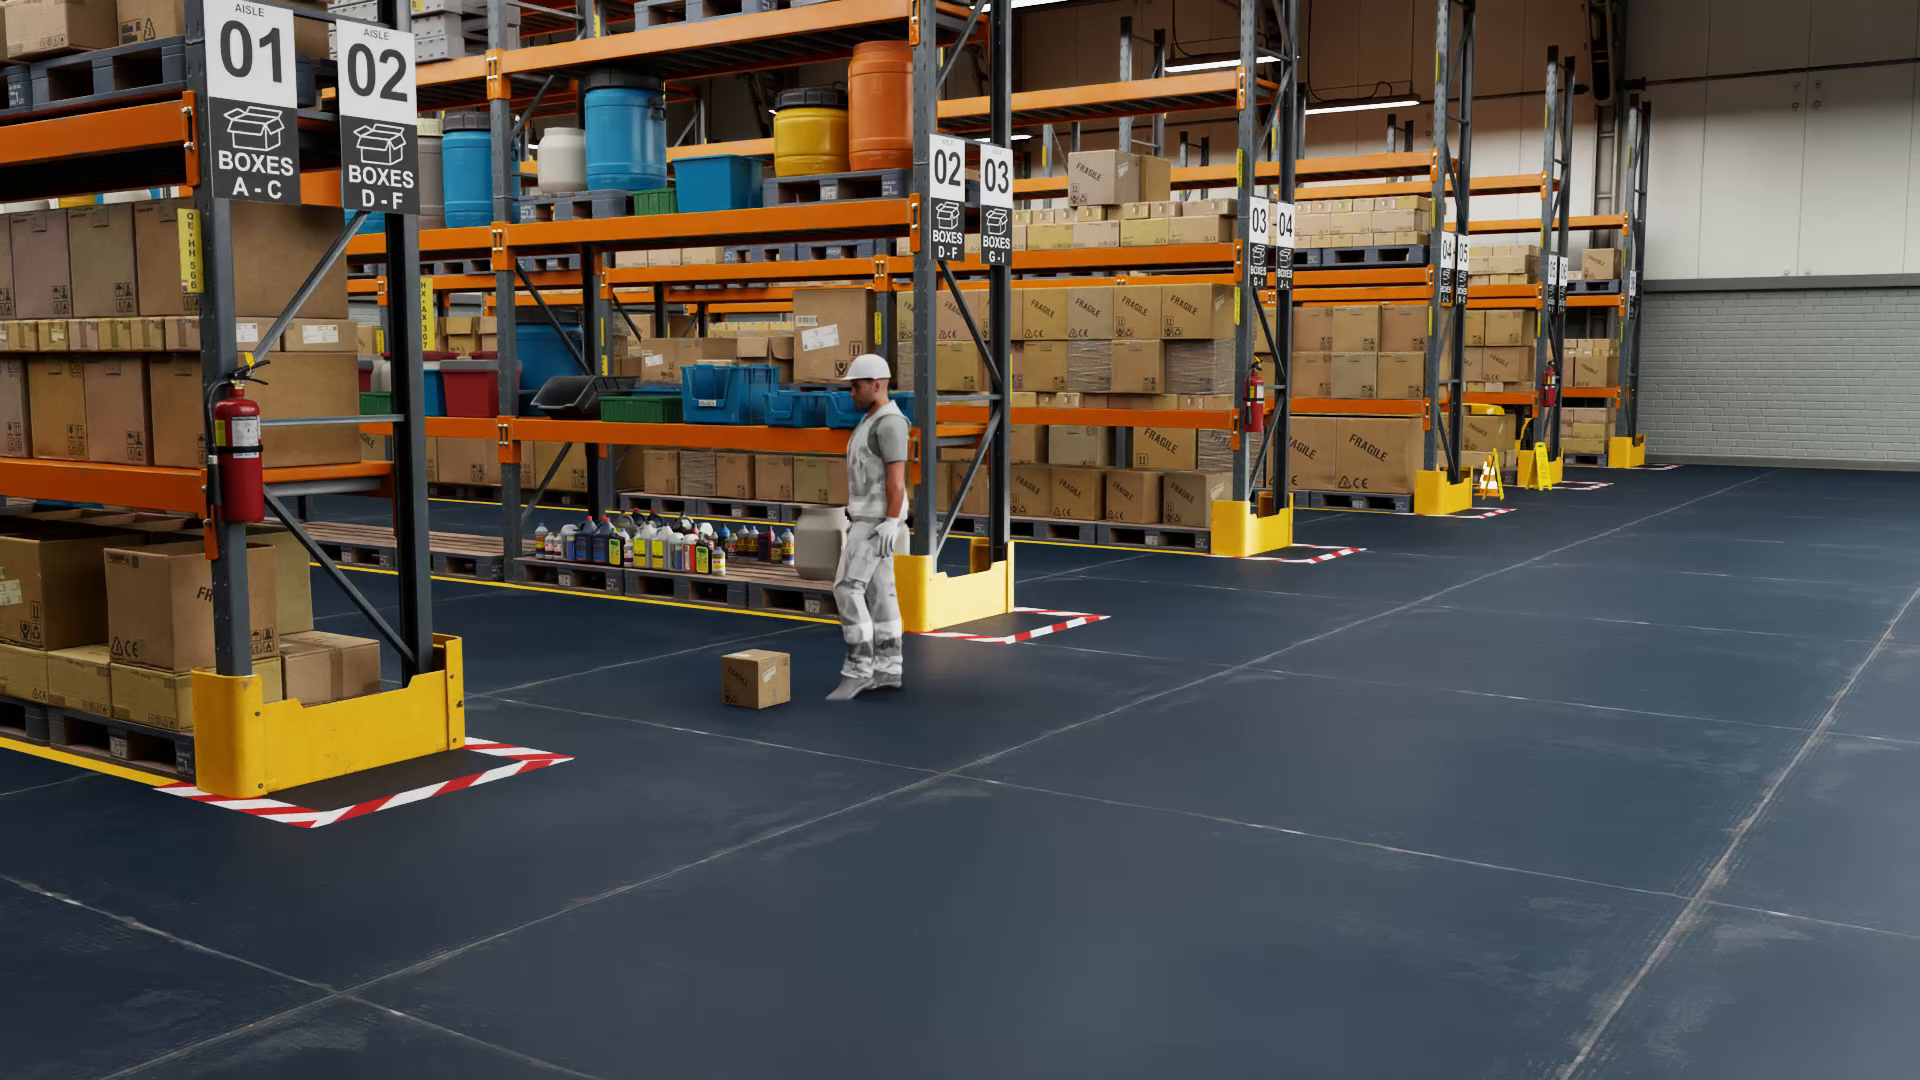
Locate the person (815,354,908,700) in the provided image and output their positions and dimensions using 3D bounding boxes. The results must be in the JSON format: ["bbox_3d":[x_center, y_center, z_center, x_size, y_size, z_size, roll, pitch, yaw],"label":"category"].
[{"bbox_3d":[-0.544,-0.063,8.830,0.508,1.834,0.572,-1,6,-9],"label":"person"}]
